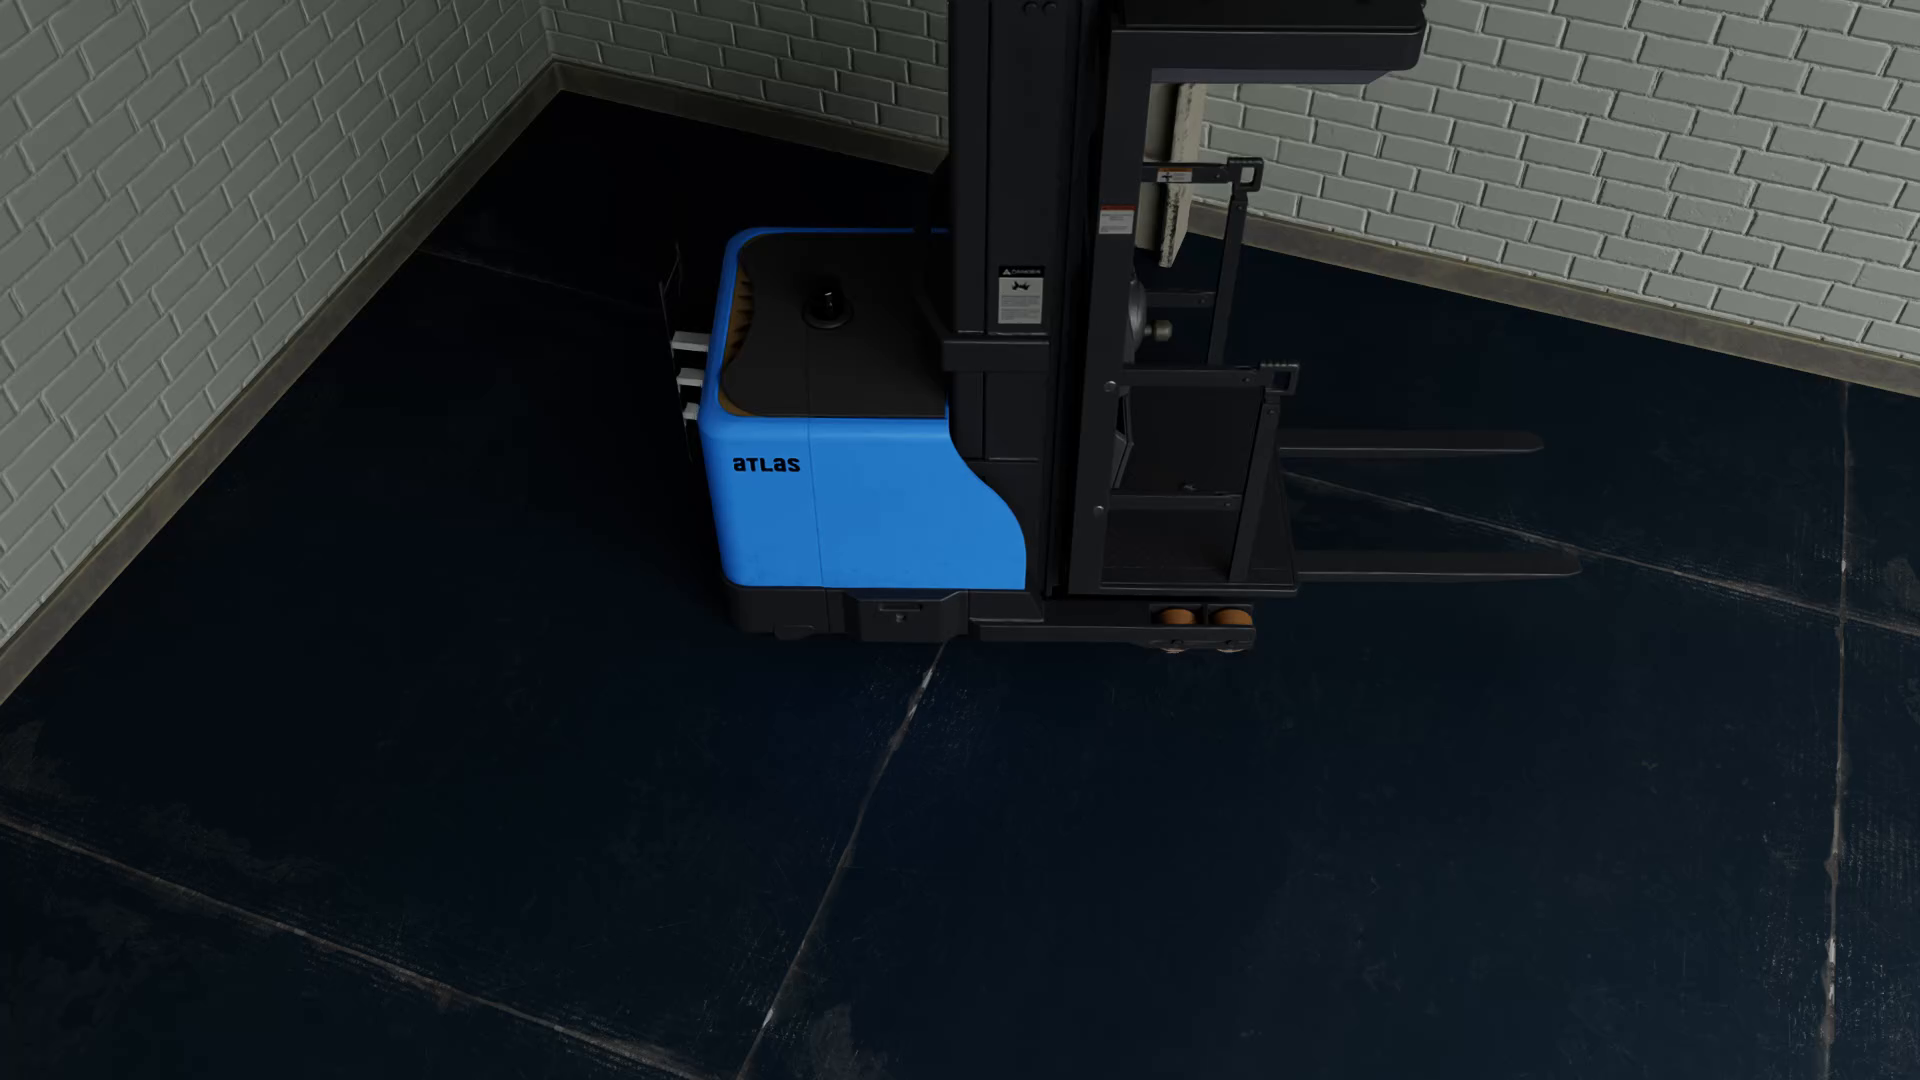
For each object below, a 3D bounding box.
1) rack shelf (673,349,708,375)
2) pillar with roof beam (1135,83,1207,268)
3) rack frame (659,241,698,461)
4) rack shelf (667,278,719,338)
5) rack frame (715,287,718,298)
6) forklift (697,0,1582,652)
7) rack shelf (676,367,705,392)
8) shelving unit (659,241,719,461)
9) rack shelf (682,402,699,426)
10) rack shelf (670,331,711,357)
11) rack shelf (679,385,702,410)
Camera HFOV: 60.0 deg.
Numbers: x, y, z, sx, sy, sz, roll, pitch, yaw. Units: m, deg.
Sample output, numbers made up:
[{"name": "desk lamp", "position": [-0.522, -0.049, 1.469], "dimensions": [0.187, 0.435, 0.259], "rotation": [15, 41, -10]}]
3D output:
[{"name": "rack shelf", "position": [-0.936, -0.718, 6.202], "dimensions": [0.200, 0.077, 0.258], "rotation": [7, 49, 6]}, {"name": "pillar with roof beam", "position": [-0.704, -1.247, 1.376], "dimensions": [0.400, 9.000, 9.100], "rotation": [16, 51, 13]}, {"name": "rack frame", "position": [-1.036, -0.692, 6.255], "dimensions": [0.006, 0.900, 0.240], "rotation": [7, 49, 6]}, {"name": "rack shelf", "position": [-0.936, -0.836, 6.066], "dimensions": [0.200, 0.077, 0.258], "rotation": [7, 49, 6]}, {"name": "rack frame", "position": [-0.835, -0.669, 6.235], "dimensions": [0.006, 0.900, 0.240], "rotation": [7, 49, 6]}, {"name": "forklift", "position": [0.682, -0.969, 5.150], "dimensions": [3.031, 2.935, 1.130], "rotation": [1, 49, 0]}, {"name": "rack shelf", "position": [-0.936, -0.659, 6.270], "dimensions": [0.200, 0.077, 0.258], "rotation": [7, 49, 6]}, {"name": "shelving unit", "position": [-0.936, -0.681, 6.245], "dimensions": [0.210, 0.900, 0.258], "rotation": [7, 49, 6]}, {"name": "rack shelf", "position": [-0.936, -0.541, 6.406], "dimensions": [0.200, 0.077, 0.258], "rotation": [7, 49, 6]}, {"name": "rack shelf", "position": [-0.936, -0.777, 6.134], "dimensions": [0.200, 0.077, 0.258], "rotation": [7, 49, 6]}, {"name": "rack shelf", "position": [-0.936, -0.600, 6.338], "dimensions": [0.200, 0.077, 0.258], "rotation": [7, 49, 6]}]
